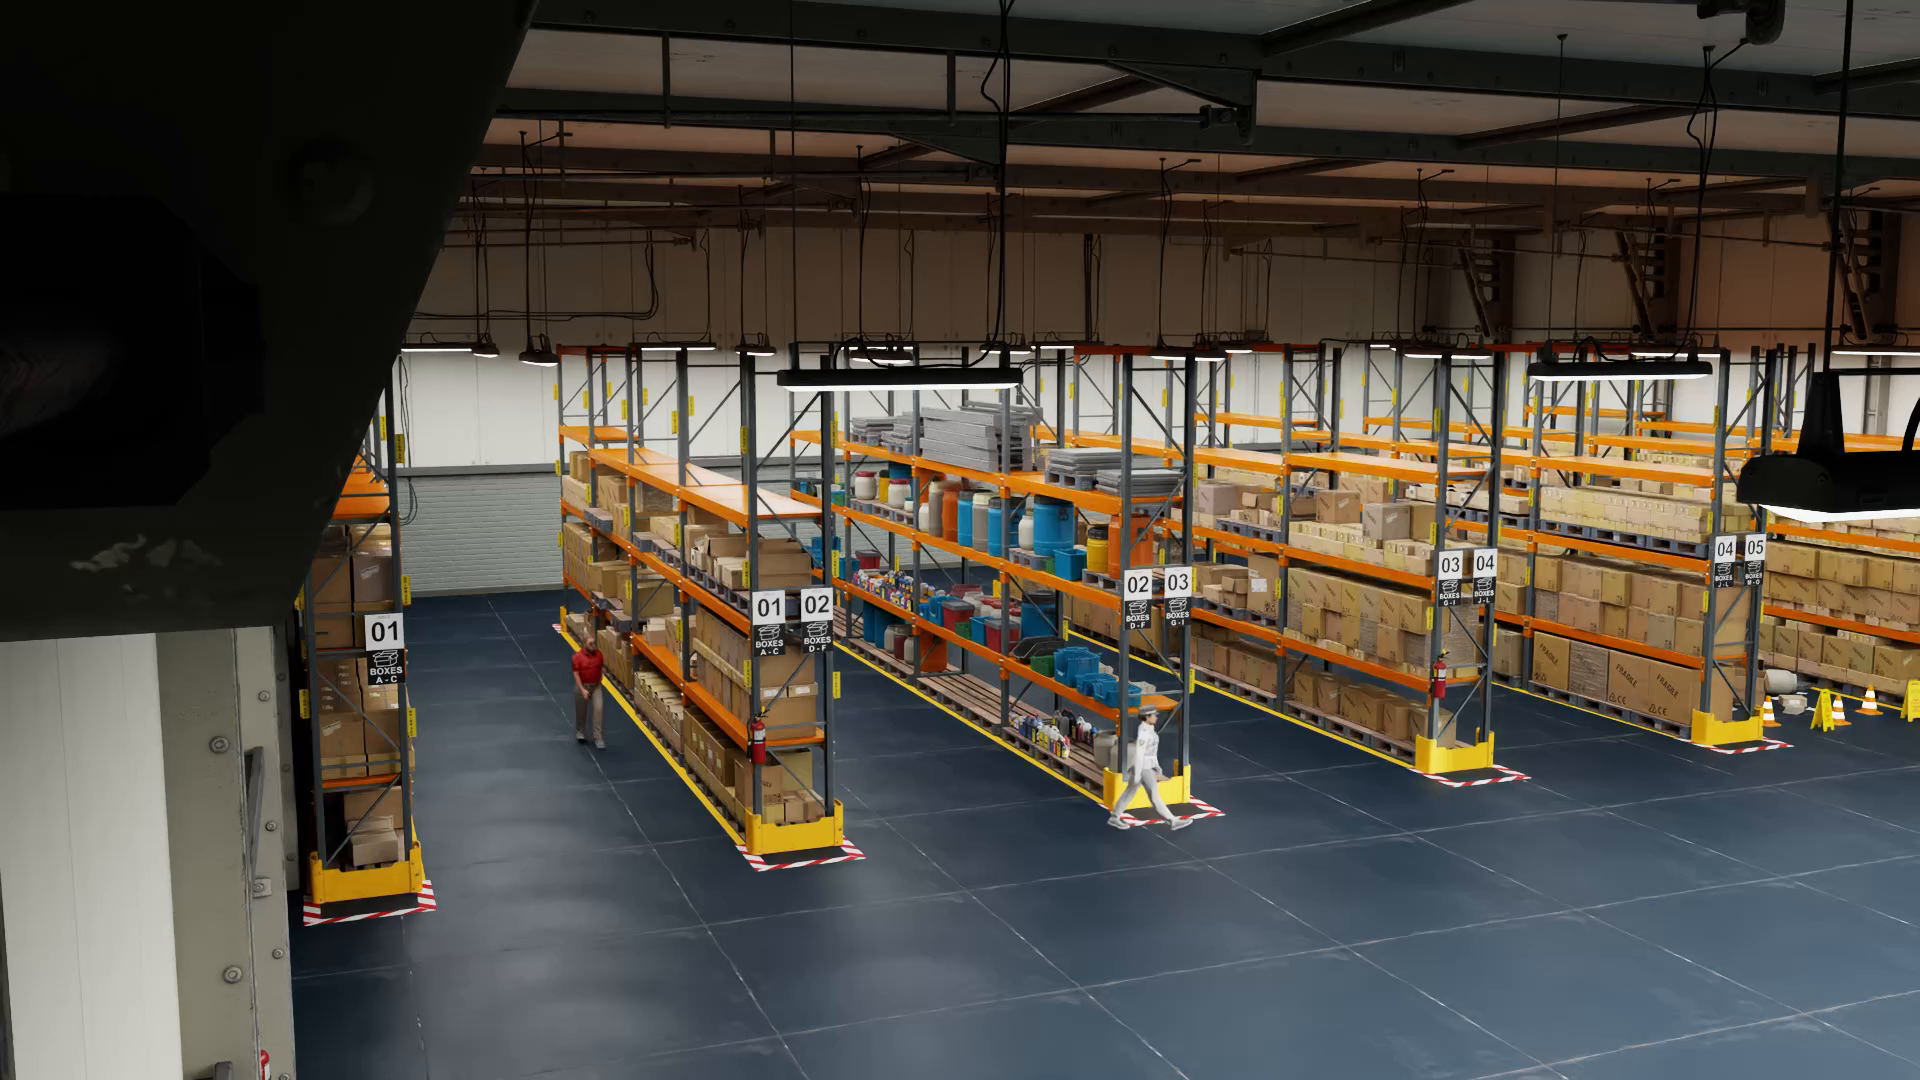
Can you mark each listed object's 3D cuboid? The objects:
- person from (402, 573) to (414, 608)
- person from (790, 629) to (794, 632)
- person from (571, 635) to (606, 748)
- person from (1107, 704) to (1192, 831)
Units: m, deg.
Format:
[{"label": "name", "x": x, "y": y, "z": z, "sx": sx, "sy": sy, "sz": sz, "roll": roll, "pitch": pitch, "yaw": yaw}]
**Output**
[{"label": "person", "x": -12.915, "y": 0.756, "z": 37.677, "sx": 1.019, "sy": 1.589, "sz": 0.465, "roll": -1, "pitch": 7, "yaw": -11}, {"label": "person", "x": -2.691, "y": 2.045, "z": 26.184, "sx": 0.517, "sy": 1.463, "sz": 1.061, "roll": -5, "pitch": 9, "yaw": -34}, {"label": "person", "x": -5.641, "y": 2.275, "z": 25.348, "sx": 0.528, "sy": 1.673, "sz": 0.978, "roll": -4, "pitch": 8, "yaw": -30}, {"label": "person", "x": 2.399, "y": 2.855, "z": 20.915, "sx": 1.021, "sy": 1.620, "sz": 0.498, "roll": 0, "pitch": 7, "yaw": 0}]
